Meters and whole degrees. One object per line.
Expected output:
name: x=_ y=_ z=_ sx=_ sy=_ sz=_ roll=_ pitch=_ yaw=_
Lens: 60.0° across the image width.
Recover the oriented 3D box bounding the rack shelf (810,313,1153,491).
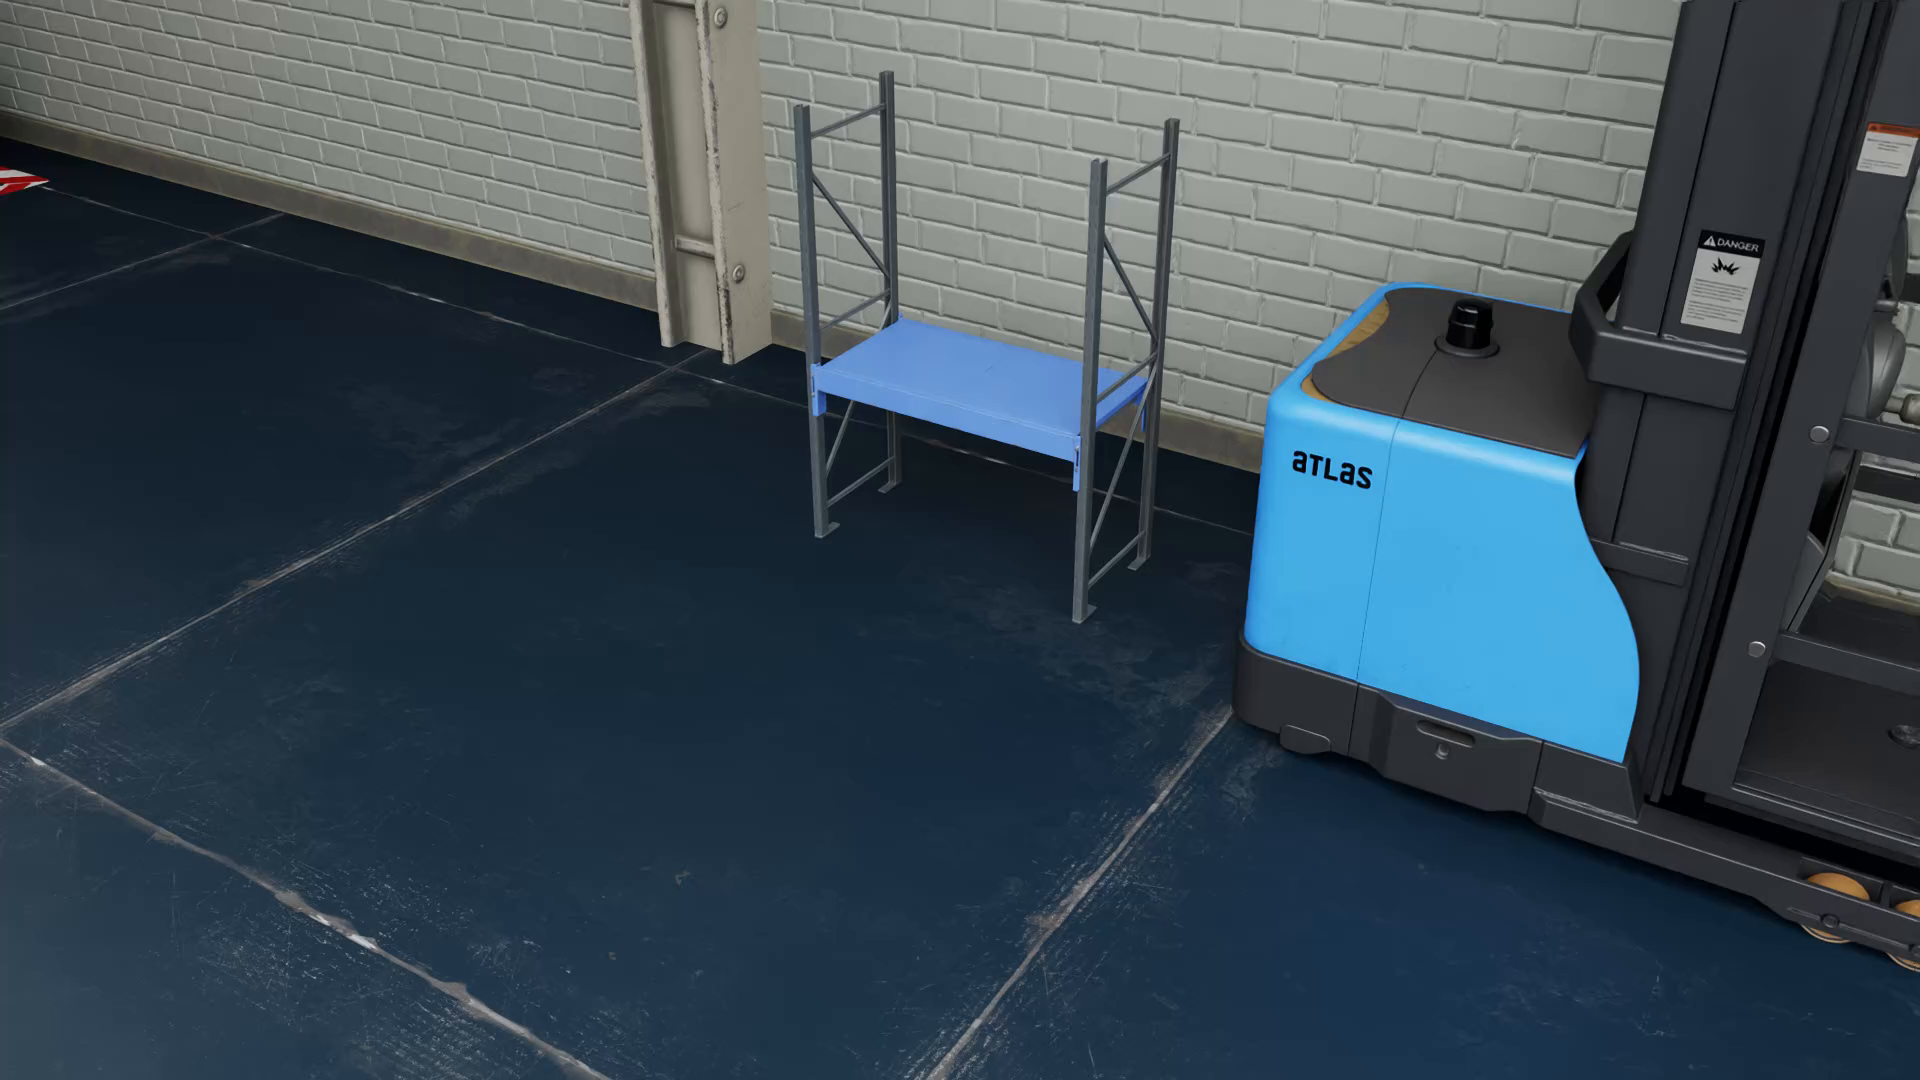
rack shelf: x=0.072 y=-0.470 z=5.424 sx=1.000 sy=0.185 sz=0.538 roll=18 pitch=35 yaw=27

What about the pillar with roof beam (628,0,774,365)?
pillar with roof beam: x=-3.335 y=-2.907 z=1.803 sx=0.400 sy=9.000 sz=9.100 roll=18 pitch=35 yaw=27

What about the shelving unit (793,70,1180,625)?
shelving unit: x=0.072 y=-0.625 z=5.333 sx=1.048 sy=1.500 sz=0.538 roll=18 pitch=35 yaw=27

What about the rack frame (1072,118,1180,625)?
rack frame: x=0.503 y=-0.489 z=5.099 sx=0.032 sy=1.500 sz=0.500 roll=18 pitch=35 yaw=27

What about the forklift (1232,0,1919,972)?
forklift: x=2.312 y=-0.540 z=3.767 sx=3.031 sy=2.935 sz=1.130 roll=17 pitch=34 yaw=26

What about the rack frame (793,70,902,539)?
rack frame: x=-0.358 y=-0.761 z=5.566 sx=0.032 sy=1.500 sz=0.500 roll=18 pitch=35 yaw=27
